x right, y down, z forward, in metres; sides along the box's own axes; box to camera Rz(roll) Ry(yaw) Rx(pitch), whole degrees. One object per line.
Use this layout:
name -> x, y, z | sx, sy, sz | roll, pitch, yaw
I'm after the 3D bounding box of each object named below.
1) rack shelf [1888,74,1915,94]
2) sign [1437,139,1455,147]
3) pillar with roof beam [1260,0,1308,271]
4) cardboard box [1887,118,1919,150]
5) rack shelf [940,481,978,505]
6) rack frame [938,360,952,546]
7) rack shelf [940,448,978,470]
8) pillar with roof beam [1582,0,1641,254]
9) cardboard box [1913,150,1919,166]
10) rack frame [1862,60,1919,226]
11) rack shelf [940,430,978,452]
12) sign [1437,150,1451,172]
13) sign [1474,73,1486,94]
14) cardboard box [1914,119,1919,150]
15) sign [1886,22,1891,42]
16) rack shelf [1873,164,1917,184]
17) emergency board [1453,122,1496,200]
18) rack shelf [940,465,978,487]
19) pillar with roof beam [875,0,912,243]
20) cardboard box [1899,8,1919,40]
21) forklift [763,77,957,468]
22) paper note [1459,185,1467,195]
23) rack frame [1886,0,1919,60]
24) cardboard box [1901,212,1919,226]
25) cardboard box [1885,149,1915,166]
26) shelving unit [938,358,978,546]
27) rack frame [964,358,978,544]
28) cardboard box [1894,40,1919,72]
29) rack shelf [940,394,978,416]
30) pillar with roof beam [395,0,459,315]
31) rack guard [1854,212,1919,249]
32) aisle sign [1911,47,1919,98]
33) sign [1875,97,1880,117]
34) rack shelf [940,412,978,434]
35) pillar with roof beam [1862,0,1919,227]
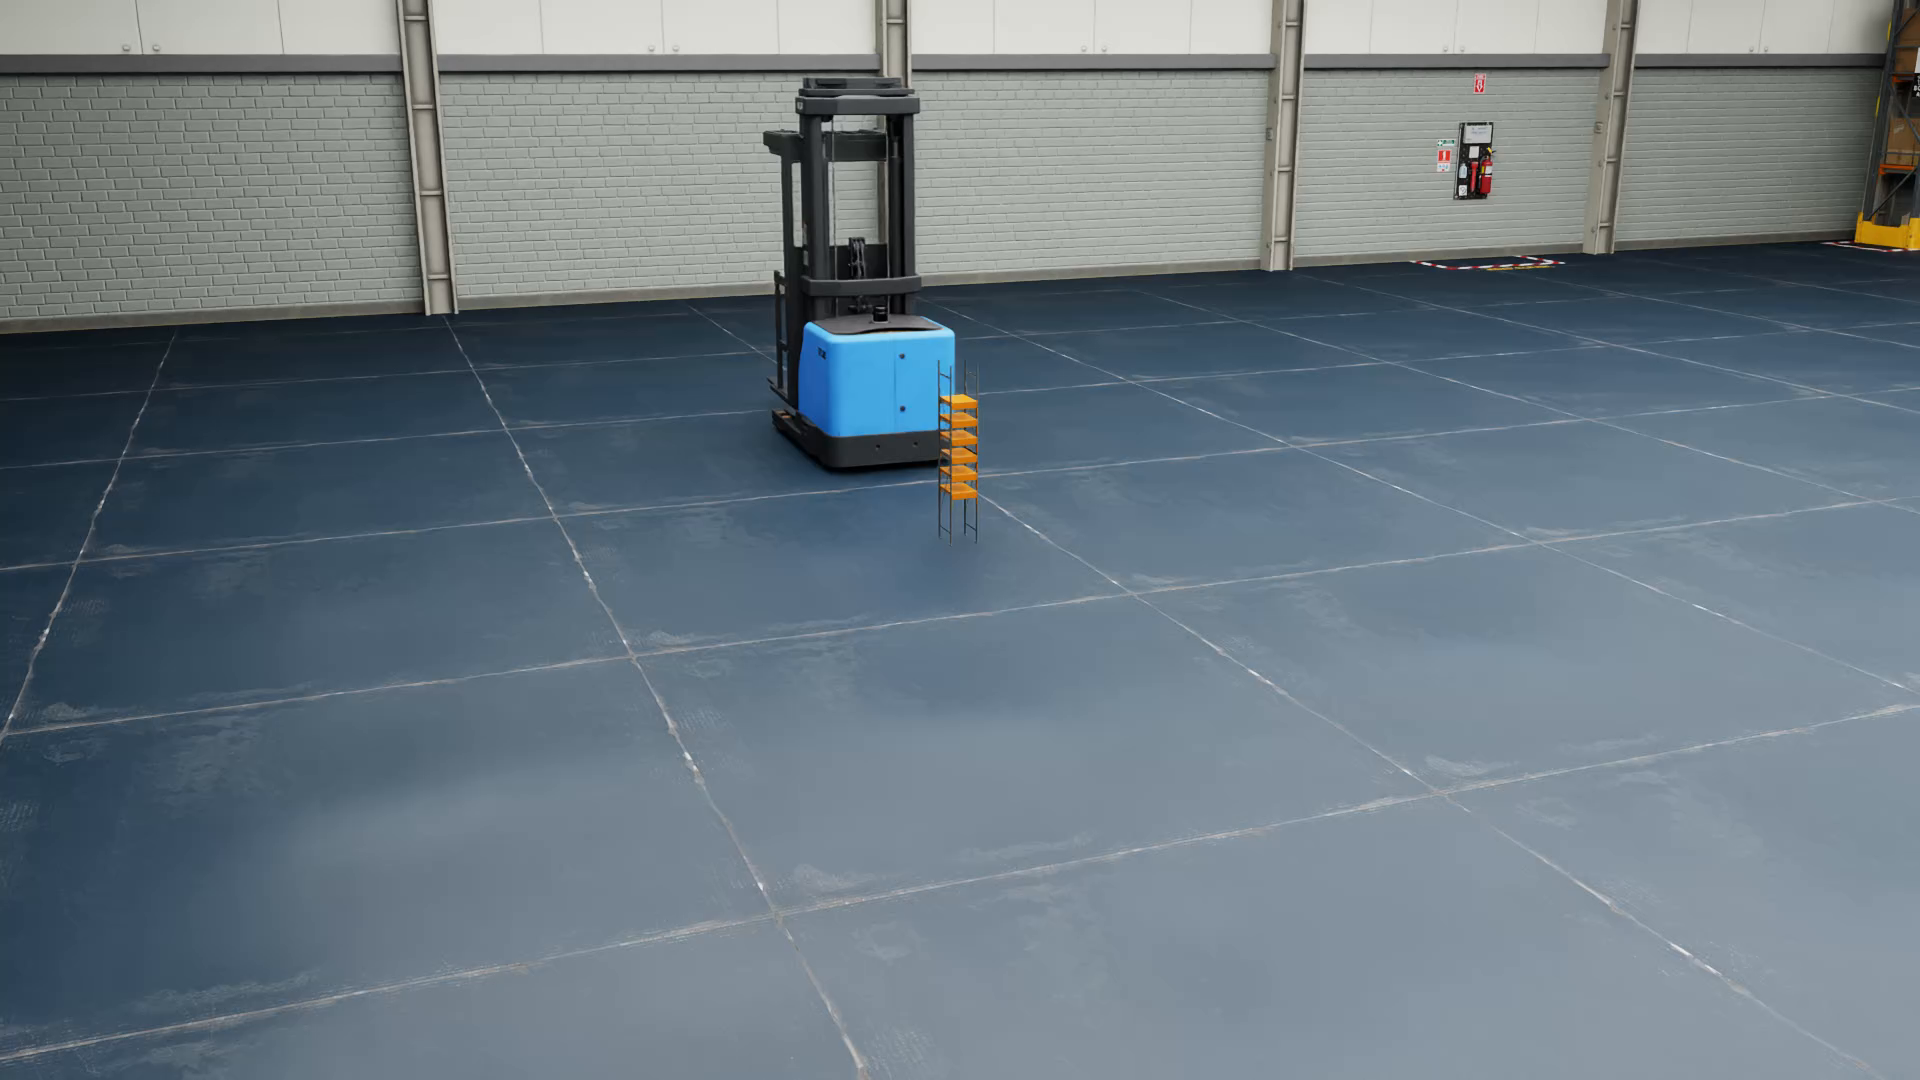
rack shelf -> 17.455, -7.697, 27.938 | 4.000, 0.370, 1.077 | -6, 17, -20
sign -> 7.462, -6.096, 25.530 | 0.331, 0.109, 0.001 | -6, 17, -20
pillar with roof beam -> 6.267, -7.235, 19.766 | 0.400, 9.000, 9.100 | -6, 17, -20
cardboard box -> 15.952, -6.802, 27.838 | 0.500, 0.500, 0.500 | -6, 18, -21
rack shelf -> -0.014, -0.301, 11.004 | 0.180, 0.103, 0.258 | -6, 17, -20
rack frame -> -0.099, -0.565, 10.893 | 0.006, 1.200, 0.240 | -6, 17, -20
rack shelf -> -0.014, -0.532, 10.937 | 0.180, 0.103, 0.258 | -6, 17, -20
pillar with roof beam -> 11.869, -7.840, 21.826 | 0.400, 9.000, 9.100 | -6, 17, -20
cardboard box -> 16.157, -6.305, 27.474 | 0.500, 0.250, 0.500 | -7, 18, -22
rack frame -> 15.587, -6.401, 27.573 | 0.127, 3.000, 1.000 | -6, 17, -20
rack shelf -> -0.014, -0.647, 10.903 | 0.180, 0.103, 0.258 | -6, 17, -20
sign -> 7.454, -5.844, 25.611 | 0.234, 0.329, 0.001 | -6, 17, -20
sign -> 7.964, -6.993, 25.474 | 0.199, 0.298, 0.001 | -6, 17, -20
cardboard box -> 16.141, -6.668, 27.380 | 0.500, 0.500, 0.500 | -6, 17, -20
sign -> 15.408, -8.413, 27.530 | 0.005, 0.325, 0.100 | -6, 17, -20
rack shelf -> 17.455, -6.258, 28.361 | 4.000, 0.370, 1.077 | -6, 17, -20
emergency board -> 8.008, -5.855, 25.714 | 0.643, 1.169, 0.194 | -6, 17, -20
rack shelf -> -0.014, -0.416, 10.971 | 0.180, 0.103, 0.258 | -6, 17, -20
pillar with roof beam -> 0.664, -6.630, 17.706 | 0.400, 9.000, 9.100 | -6, 17, -20
cardboard box -> 15.897, -8.490, 27.375 | 0.500, 0.500, 0.500 | -5, 17, -18
forklift -> -0.982, -2.335, 13.847 | 1.130, 2.935, 3.031 | -6, 17, -18
paper note -> 7.818, -5.433, 25.839 | 0.142, 0.148, 0.016 | -6, 17, -20
rack frame -> 15.587, -9.280, 26.728 | 0.127, 3.000, 1.000 | -6, 17, -20
cardboard box -> 16.266, -5.368, 28.047 | 0.500, 0.311, 0.500 | -8, 18, -26
cardboard box -> 15.955, -6.437, 27.925 | 0.500, 0.250, 0.500 | -6, 17, -19
shelving unit -> -0.014, -0.574, 10.924 | 0.189, 1.200, 0.258 | -6, 17, -20
rack frame -> 0.072, -0.583, 10.956 | 0.006, 1.200, 0.240 | -6, 17, -20
cardboard box -> 15.887, -8.007, 27.503 | 0.500, 0.500, 0.500 | -5, 17, -16
rack shelf -> -0.014, -0.877, 10.835 | 0.180, 0.103, 0.258 | -6, 17, -20
pillar with roof beam -> -4.939, -6.025, 15.646 | 0.400, 9.000, 9.100 | -6, 17, -20
rack guard -> 15.658, -5.210, 27.951 | 0.348, 0.500, 1.175 | -6, 17, -20
aisle sign -> 15.628, -7.562, 26.913 | 0.004, 0.787, 0.394 | -6, 17, -20
sign -> 15.408, -7.256, 27.869 | 0.005, 0.325, 0.100 | -6, 17, -20
rack shelf -> -0.014, -0.762, 10.869 | 0.180, 0.103, 0.258 | -6, 17, -20
pillar with roof beam -> 17.472, -8.445, 23.886 | 0.400, 9.000, 9.100 | -6, 17, -20
